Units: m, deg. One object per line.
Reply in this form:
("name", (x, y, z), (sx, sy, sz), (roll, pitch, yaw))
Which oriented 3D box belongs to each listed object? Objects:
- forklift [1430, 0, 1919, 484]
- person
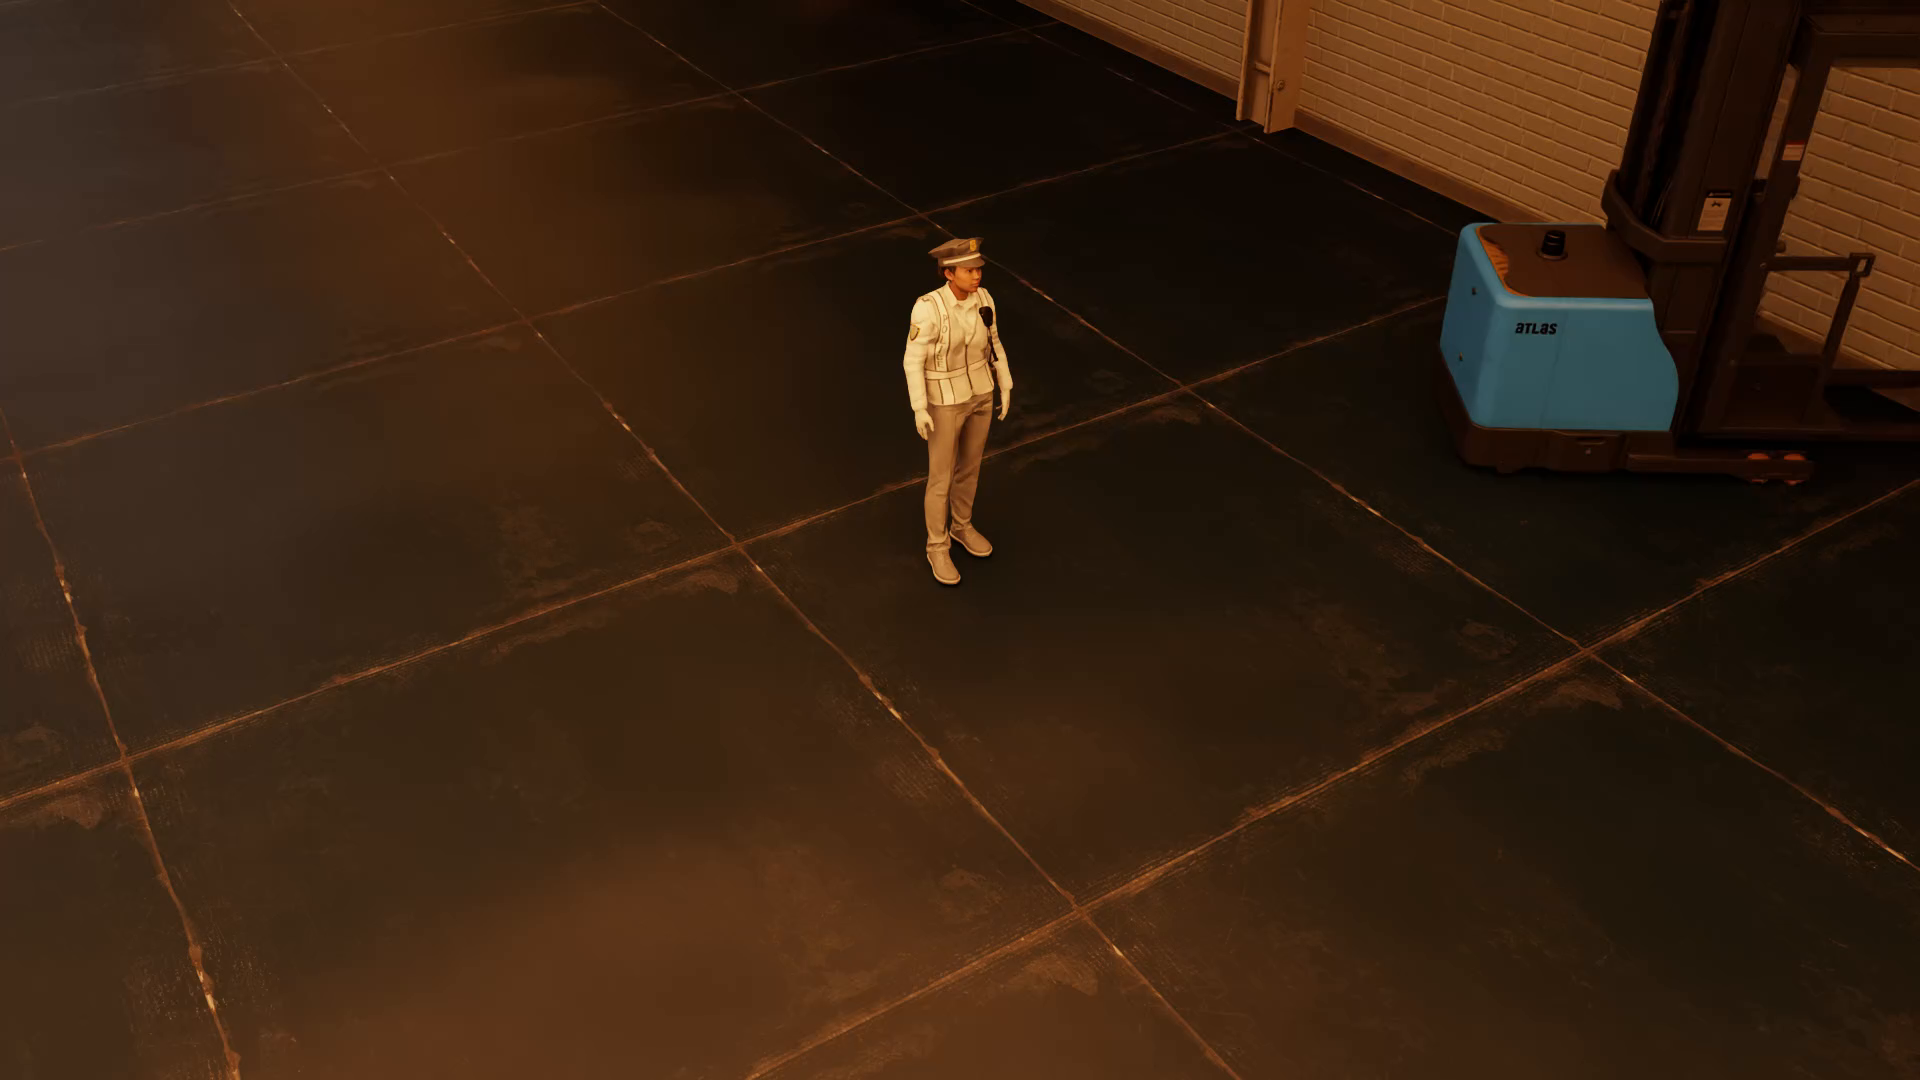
("forklift", (4.305, -1.818, 8.735), (3.031, 2.935, 1.130), (1, 35, 2))
("person", (0.032, -0.664, 8.155), (0.586, 1.694, 0.530), (-21, 40, -27))
